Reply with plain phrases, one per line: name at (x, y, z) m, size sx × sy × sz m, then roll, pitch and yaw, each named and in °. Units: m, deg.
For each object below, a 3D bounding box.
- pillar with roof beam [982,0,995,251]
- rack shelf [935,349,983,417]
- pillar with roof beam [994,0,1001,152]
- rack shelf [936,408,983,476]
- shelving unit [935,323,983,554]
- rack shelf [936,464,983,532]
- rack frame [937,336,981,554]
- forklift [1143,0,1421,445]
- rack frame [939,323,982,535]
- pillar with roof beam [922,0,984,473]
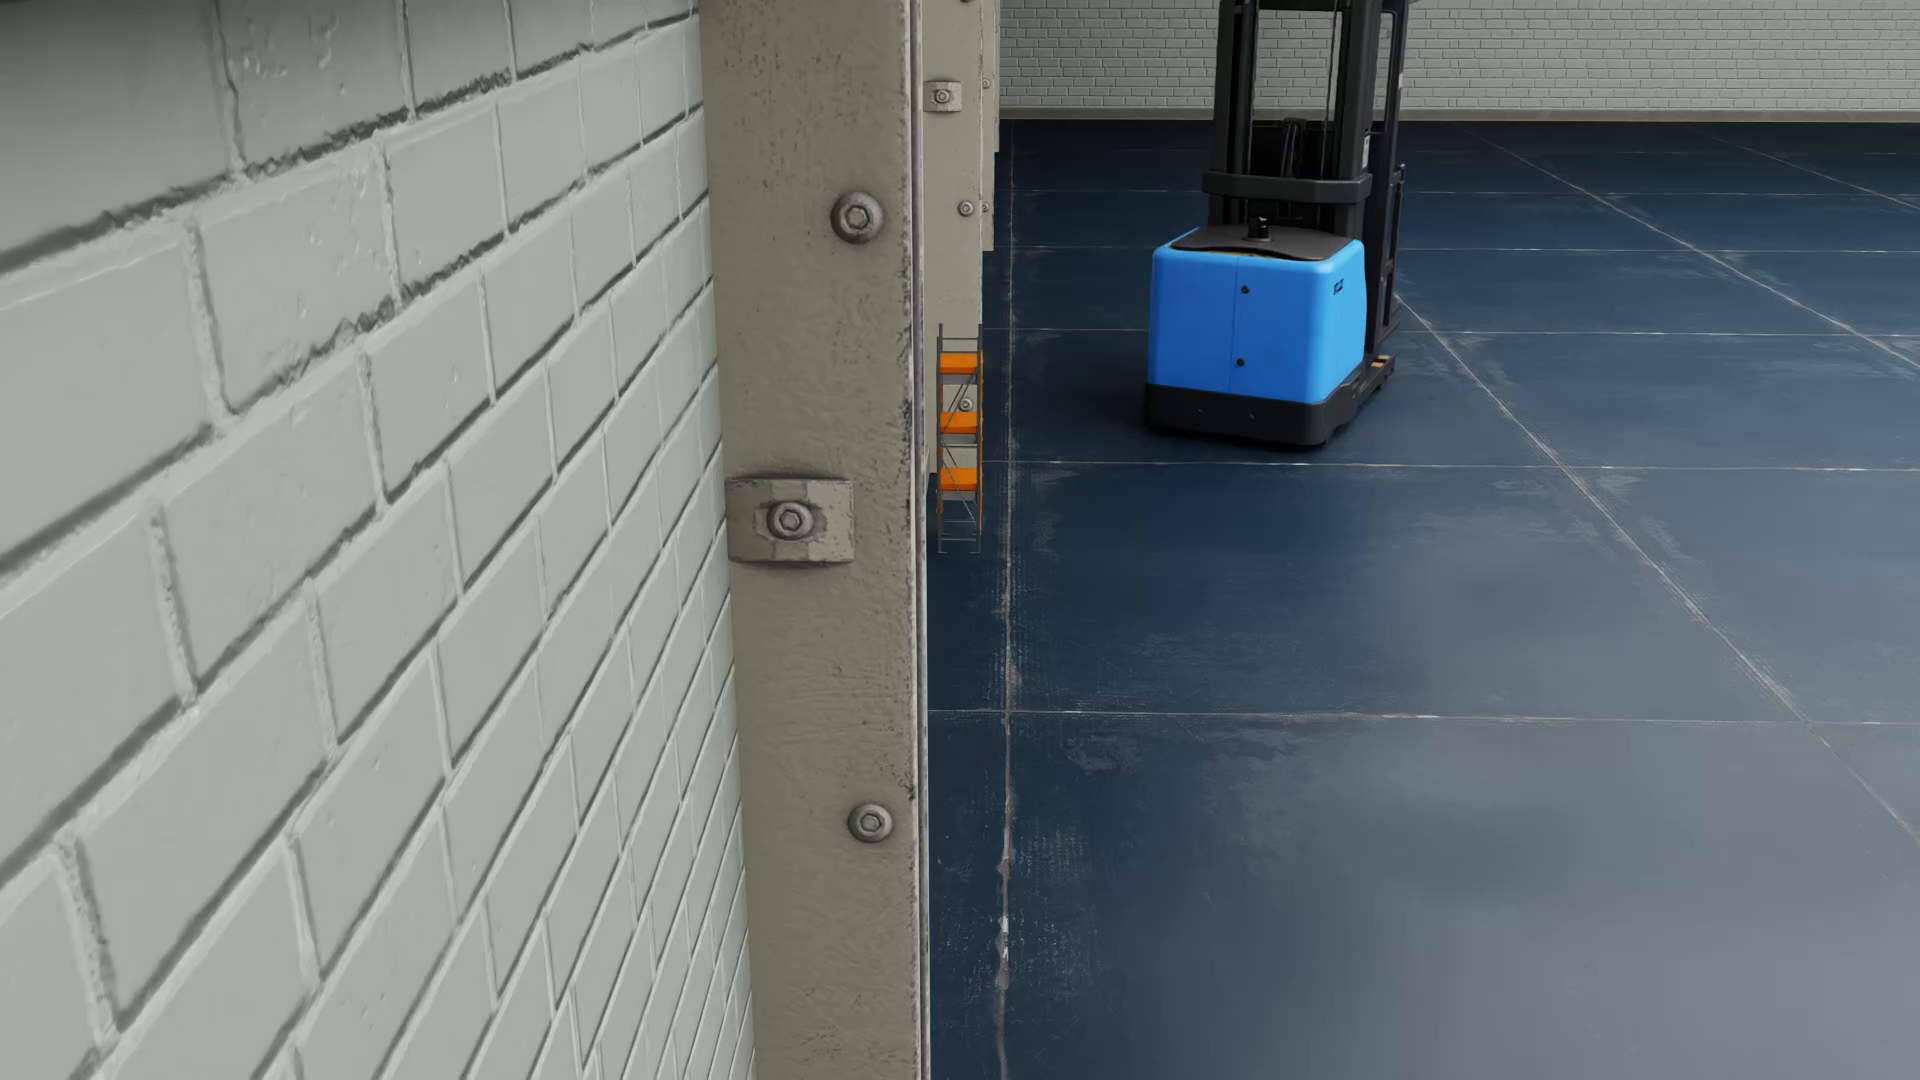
pillar with roof beam at (4.444, -6.752, 12.991) m, size 9.100 × 9.000 × 0.400 m, roll 1°, pitch 21°, yaw 2°
rack shelf at (-0.002, -0.725, 7.690) m, size 0.215 × 0.259 × 0.240 m, roll 1°, pitch 21°, yaw 2°
pillar with roof beam at (4.627, -8.921, 18.582) m, size 9.100 × 9.000 × 0.400 m, roll 1°, pitch 21°, yaw 2°
rack shelf at (-0.002, -0.460, 7.793) m, size 0.215 × 0.259 × 0.240 m, roll 1°, pitch 21°, yaw 2°
shelving unit at (-0.002, -0.470, 7.789) m, size 0.215 × 1.050 × 0.252 m, roll 1°, pitch 21°, yaw 2°
rack shelf at (-0.002, -0.201, 7.894) m, size 0.215 × 0.259 × 0.240 m, roll 1°, pitch 21°, yaw 2°
rack frame at (-0.005, -0.426, 7.675) m, size 0.200 × 1.050 × 0.008 m, roll 1°, pitch 21°, yaw 2°
forklift at (2.144, -2.383, 10.119) m, size 1.130 × 2.935 × 3.031 m, roll 10°, pitch 23°, yaw 24°
rack frame at (0.002, -0.514, 7.903) m, size 0.200 × 1.050 × 0.008 m, roll 1°, pitch 21°, yaw 2°
pillar with roof beam at (4.262, -4.583, 7.399) m, size 9.100 × 9.000 × 0.400 m, roll 1°, pitch 21°, yaw 2°
